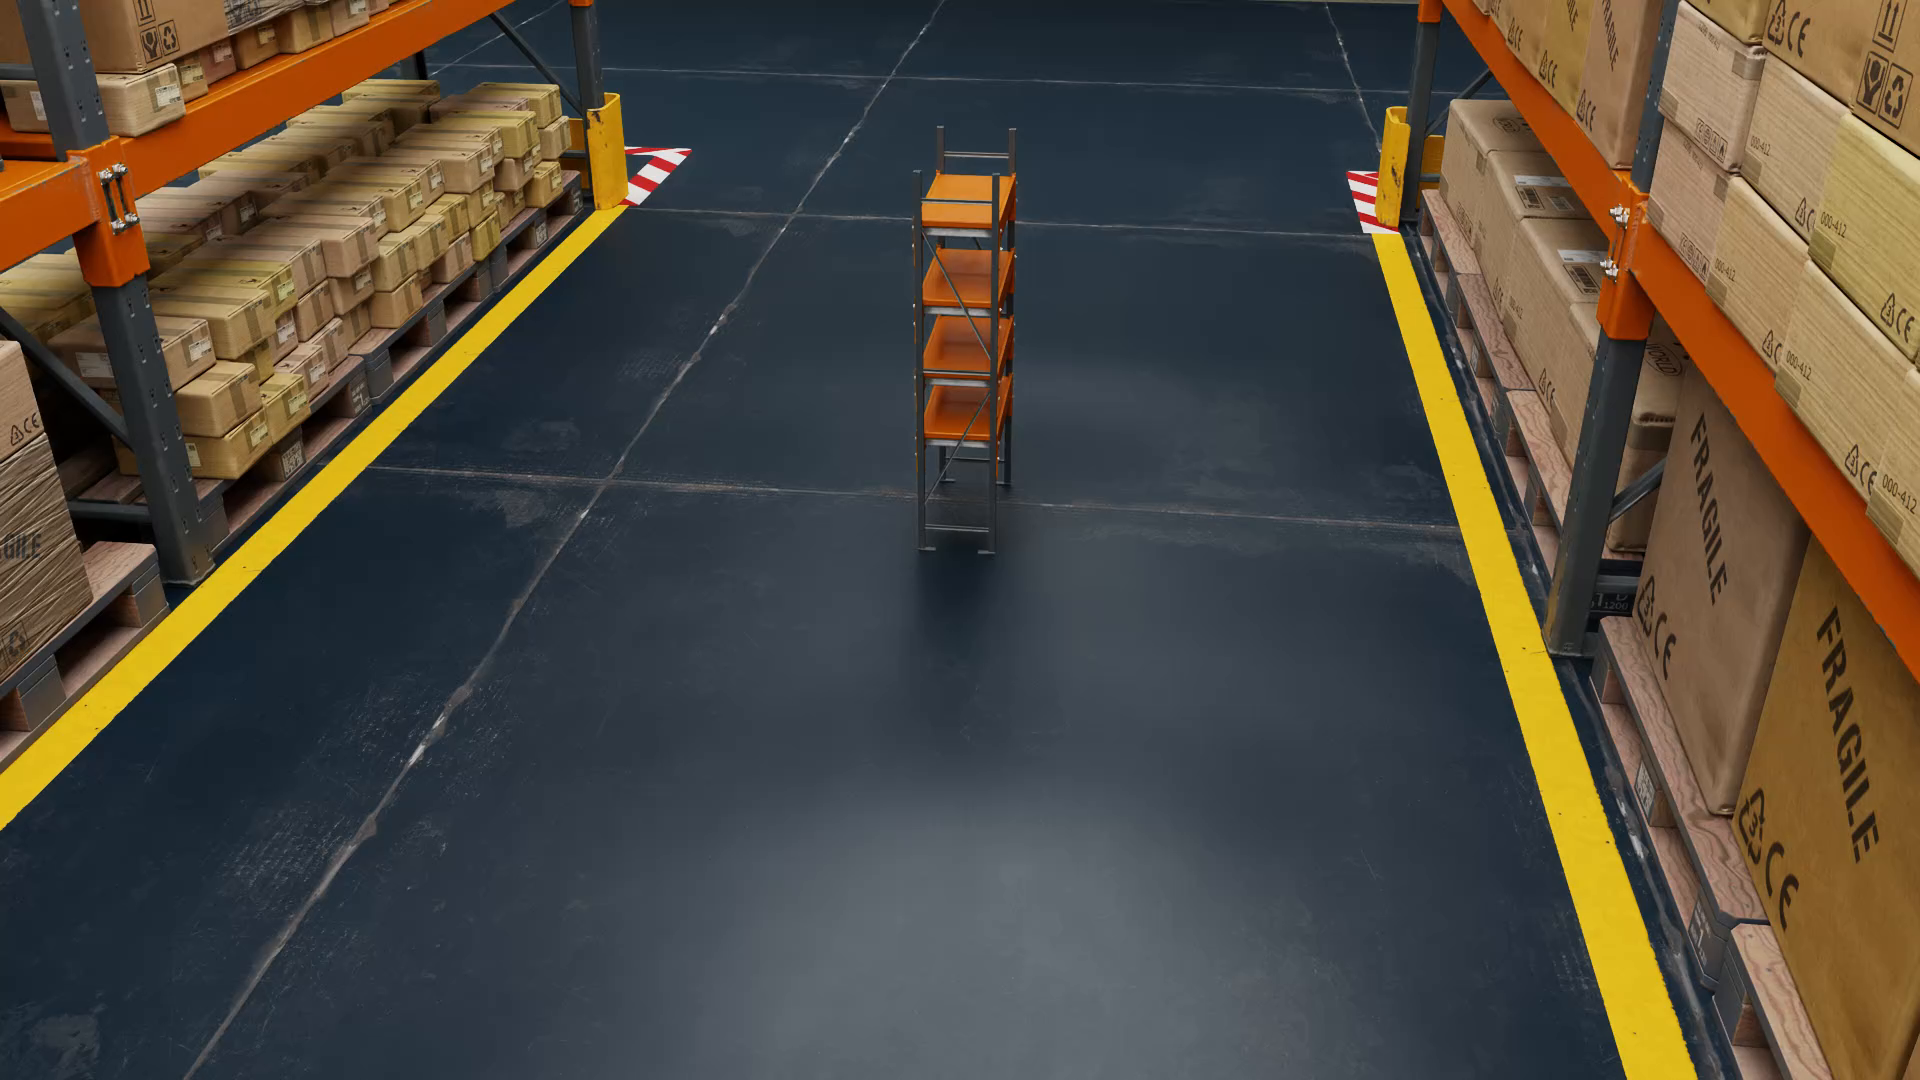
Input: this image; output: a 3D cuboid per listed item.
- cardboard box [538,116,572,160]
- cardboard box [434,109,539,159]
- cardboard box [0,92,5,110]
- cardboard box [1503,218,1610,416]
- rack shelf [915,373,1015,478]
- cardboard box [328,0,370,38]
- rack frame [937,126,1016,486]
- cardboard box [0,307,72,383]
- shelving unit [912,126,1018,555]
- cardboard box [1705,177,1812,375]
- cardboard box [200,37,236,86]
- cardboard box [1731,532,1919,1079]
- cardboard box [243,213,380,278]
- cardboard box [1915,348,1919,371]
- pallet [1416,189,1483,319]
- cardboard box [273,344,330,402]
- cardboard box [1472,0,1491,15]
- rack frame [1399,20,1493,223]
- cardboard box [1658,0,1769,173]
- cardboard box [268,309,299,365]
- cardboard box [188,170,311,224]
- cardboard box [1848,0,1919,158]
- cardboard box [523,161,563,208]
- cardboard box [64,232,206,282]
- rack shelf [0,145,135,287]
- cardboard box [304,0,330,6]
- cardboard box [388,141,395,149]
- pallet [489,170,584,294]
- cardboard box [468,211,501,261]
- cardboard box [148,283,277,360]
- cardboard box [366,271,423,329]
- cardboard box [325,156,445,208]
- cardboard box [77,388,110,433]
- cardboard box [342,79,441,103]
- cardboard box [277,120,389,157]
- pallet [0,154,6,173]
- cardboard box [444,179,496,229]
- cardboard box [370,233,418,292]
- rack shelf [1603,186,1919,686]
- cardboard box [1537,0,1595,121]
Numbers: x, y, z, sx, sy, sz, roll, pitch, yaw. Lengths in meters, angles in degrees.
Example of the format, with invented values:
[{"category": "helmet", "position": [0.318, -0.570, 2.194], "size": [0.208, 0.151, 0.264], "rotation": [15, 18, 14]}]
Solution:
[{"category": "cardboard box", "position": [-2.069, -1.912, 7.885], "size": [0.380, 0.149, 0.250], "rotation": [3, 28, 5]}, {"category": "cardboard box", "position": [-2.095, -1.799, 7.363], "size": [0.380, 0.149, 0.250], "rotation": [3, 28, 5]}, {"category": "cardboard box", "position": [-2.975, -1.270, 4.710], "size": [0.380, 0.149, 0.250], "rotation": [3, 28, 6]}, {"category": "cardboard box", "position": [2.440, -0.760, 5.758], "size": [0.875, 0.438, 0.875], "rotation": [3, 28, 5]}, {"category": "rack shelf", "position": [0.020, -0.372, 5.236], "size": [0.258, 0.148, 0.480], "rotation": [3, 28, 6]}, {"category": "cardboard box", "position": [-2.305, -1.859, 5.804], "size": [0.380, 0.149, 0.250], "rotation": [5, 29, 8]}, {"category": "rack frame", "position": [0.050, -0.721, 5.323], "size": [0.240, 1.200, 0.015], "rotation": [3, 28, 6]}, {"category": "cardboard box", "position": [-2.993, -0.607, 5.150], "size": [0.380, 0.149, 0.250], "rotation": [4, 29, 8]}, {"category": "shelving unit", "position": [0.020, -0.606, 5.110], "size": [0.258, 1.200, 0.503], "rotation": [3, 28, 6]}, {"category": "cardboard box", "position": [1.769, -0.491, 3.158], "size": [0.500, 0.250, 0.500], "rotation": [3, 28, 5]}, {"category": "cardboard box", "position": [-2.480, -1.491, 5.120], "size": [0.380, 0.149, 0.250], "rotation": [2, 28, 4]}, {"category": "cardboard box", "position": [2.048, 0.480, 2.994], "size": [0.875, 0.875, 0.875], "rotation": [4, 29, 8]}, {"category": "cardboard box", "position": [-2.334, -1.062, 5.994], "size": [0.380, 0.149, 0.250], "rotation": [4, 29, 7]}, {"category": "cardboard box", "position": [1.629, -0.235, 2.155], "size": [0.500, 0.250, 0.500], "rotation": [3, 28, 5]}, {"category": "pallet", "position": [2.617, -1.267, 7.380], "size": [1.003, 0.211, 1.213], "rotation": [3, 28, 6]}, {"category": "cardboard box", "position": [-2.403, -0.561, 5.691], "size": [0.380, 0.149, 0.250], "rotation": [3, 28, 6]}, {"category": "cardboard box", "position": [2.179, -2.232, 6.126], "size": [0.500, 0.500, 0.500], "rotation": [3, 28, 6]}, {"category": "rack frame", "position": [2.637, -2.876, 7.425], "size": [1.000, 3.000, 0.127], "rotation": [3, 28, 6]}, {"category": "cardboard box", "position": [1.813, -0.956, 3.493], "size": [0.500, 0.250, 0.500], "rotation": [3, 28, 5]}, {"category": "cardboard box", "position": [-2.480, -0.687, 5.612], "size": [0.380, 0.149, 0.250], "rotation": [3, 28, 6]}, {"category": "cardboard box", "position": [-2.767, -1.336, 6.503], "size": [0.380, 0.149, 0.250], "rotation": [3, 29, 6]}, {"category": "cardboard box", "position": [1.709, -0.810, 2.430], "size": [0.500, 0.500, 0.500], "rotation": [3, 28, 5]}, {"category": "cardboard box", "position": [-2.076, -1.659, 7.729], "size": [0.380, 0.149, 0.250], "rotation": [4, 29, 8]}, {"category": "cardboard box", "position": [-2.868, -0.965, 5.814], "size": [0.380, 0.149, 0.250], "rotation": [4, 29, 8]}, {"category": "rack shelf", "position": [-3.023, 0.025, 2.799], "size": [1.077, 0.370, 4.000], "rotation": [3, 28, 6]}, {"category": "cardboard box", "position": [-2.316, -2.095, 5.556], "size": [0.500, 0.500, 0.500], "rotation": [3, 28, 5]}, {"category": "cardboard box", "position": [-2.638, -1.699, 7.490], "size": [0.380, 0.149, 0.250], "rotation": [4, 29, 7]}, {"category": "pallet", "position": [-2.432, -1.472, 7.760], "size": [1.003, 0.211, 1.213], "rotation": [3, 28, 6]}, {"category": "cardboard box", "position": [-2.180, -1.299, 7.061], "size": [0.380, 0.149, 0.250], "rotation": [2, 28, 4]}, {"category": "cardboard box", "position": [-2.437, -0.701, 5.324], "size": [0.380, 0.149, 0.250], "rotation": [5, 29, 9]}, {"category": "cardboard box", "position": [-2.296, -0.929, 6.374], "size": [0.380, 0.149, 0.250], "rotation": [3, 28, 5]}, {"category": "cardboard box", "position": [-2.309, -1.434, 6.685], "size": [0.380, 0.149, 0.250], "rotation": [2, 28, 4]}, {"category": "cardboard box", "position": [-2.953, -0.485, 5.550], "size": [0.380, 0.149, 0.250], "rotation": [4, 29, 8]}, {"category": "cardboard box", "position": [-2.689, -2.081, 7.885], "size": [0.380, 0.149, 0.250], "rotation": [2, 28, 4]}, {"category": "cardboard box", "position": [-2.710, -1.711, 7.199], "size": [0.380, 0.149, 0.250], "rotation": [2, 28, 4]}, {"category": "pallet", "position": [-3.016, -0.797, 3.769], "size": [1.003, 0.211, 1.213], "rotation": [3, 28, 6]}, {"category": "cardboard box", "position": [-2.182, -1.422, 6.977], "size": [0.380, 0.149, 0.250], "rotation": [4, 29, 7]}, {"category": "cardboard box", "position": [-2.293, -1.057, 6.299], "size": [0.380, 0.149, 0.250], "rotation": [3, 28, 6]}, {"category": "rack shelf", "position": [1.902, 0.265, 2.353], "size": [1.077, 0.370, 4.000], "rotation": [3, 28, 6]}, {"category": "cardboard box", "position": [2.008, -1.513, 4.789], "size": [0.500, 0.500, 0.500], "rotation": [3, 28, 5]}]
